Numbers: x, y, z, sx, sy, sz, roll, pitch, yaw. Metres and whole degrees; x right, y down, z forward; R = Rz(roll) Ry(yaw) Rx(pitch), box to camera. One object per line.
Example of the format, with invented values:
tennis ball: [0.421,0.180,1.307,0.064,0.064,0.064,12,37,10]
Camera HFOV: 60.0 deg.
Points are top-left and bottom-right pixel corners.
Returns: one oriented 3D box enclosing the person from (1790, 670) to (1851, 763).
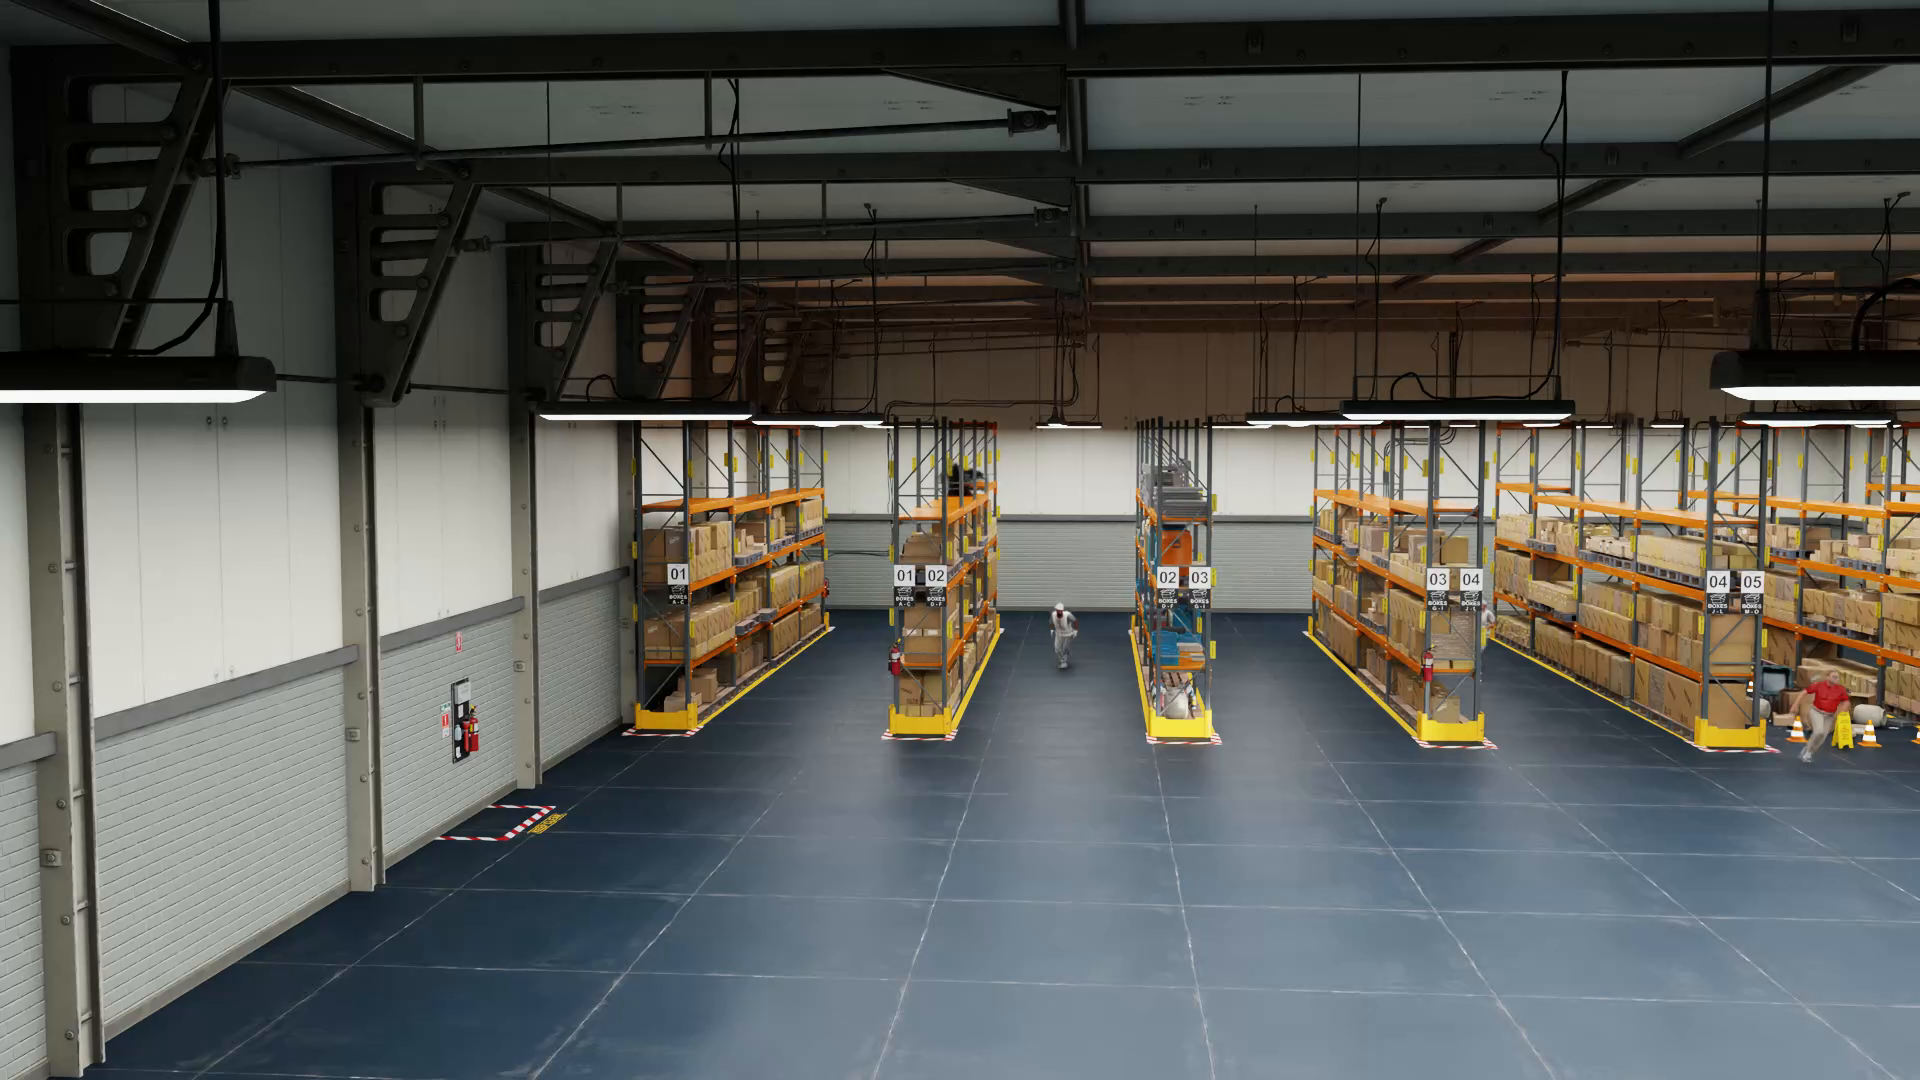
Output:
person: [14.886,3.052,28.644,0.839,1.645,0.705,0,4,-3]

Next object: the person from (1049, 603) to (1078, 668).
person: [2.521,2.301,40.157,0.698,1.603,0.930,1,4,19]

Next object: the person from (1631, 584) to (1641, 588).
person: [17.619,1.999,43.475,0.660,1.745,0.926,-1,4,-14]

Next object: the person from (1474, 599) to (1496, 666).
person: [12.620,2.267,40.348,0.781,1.705,0.620,2,4,30]
